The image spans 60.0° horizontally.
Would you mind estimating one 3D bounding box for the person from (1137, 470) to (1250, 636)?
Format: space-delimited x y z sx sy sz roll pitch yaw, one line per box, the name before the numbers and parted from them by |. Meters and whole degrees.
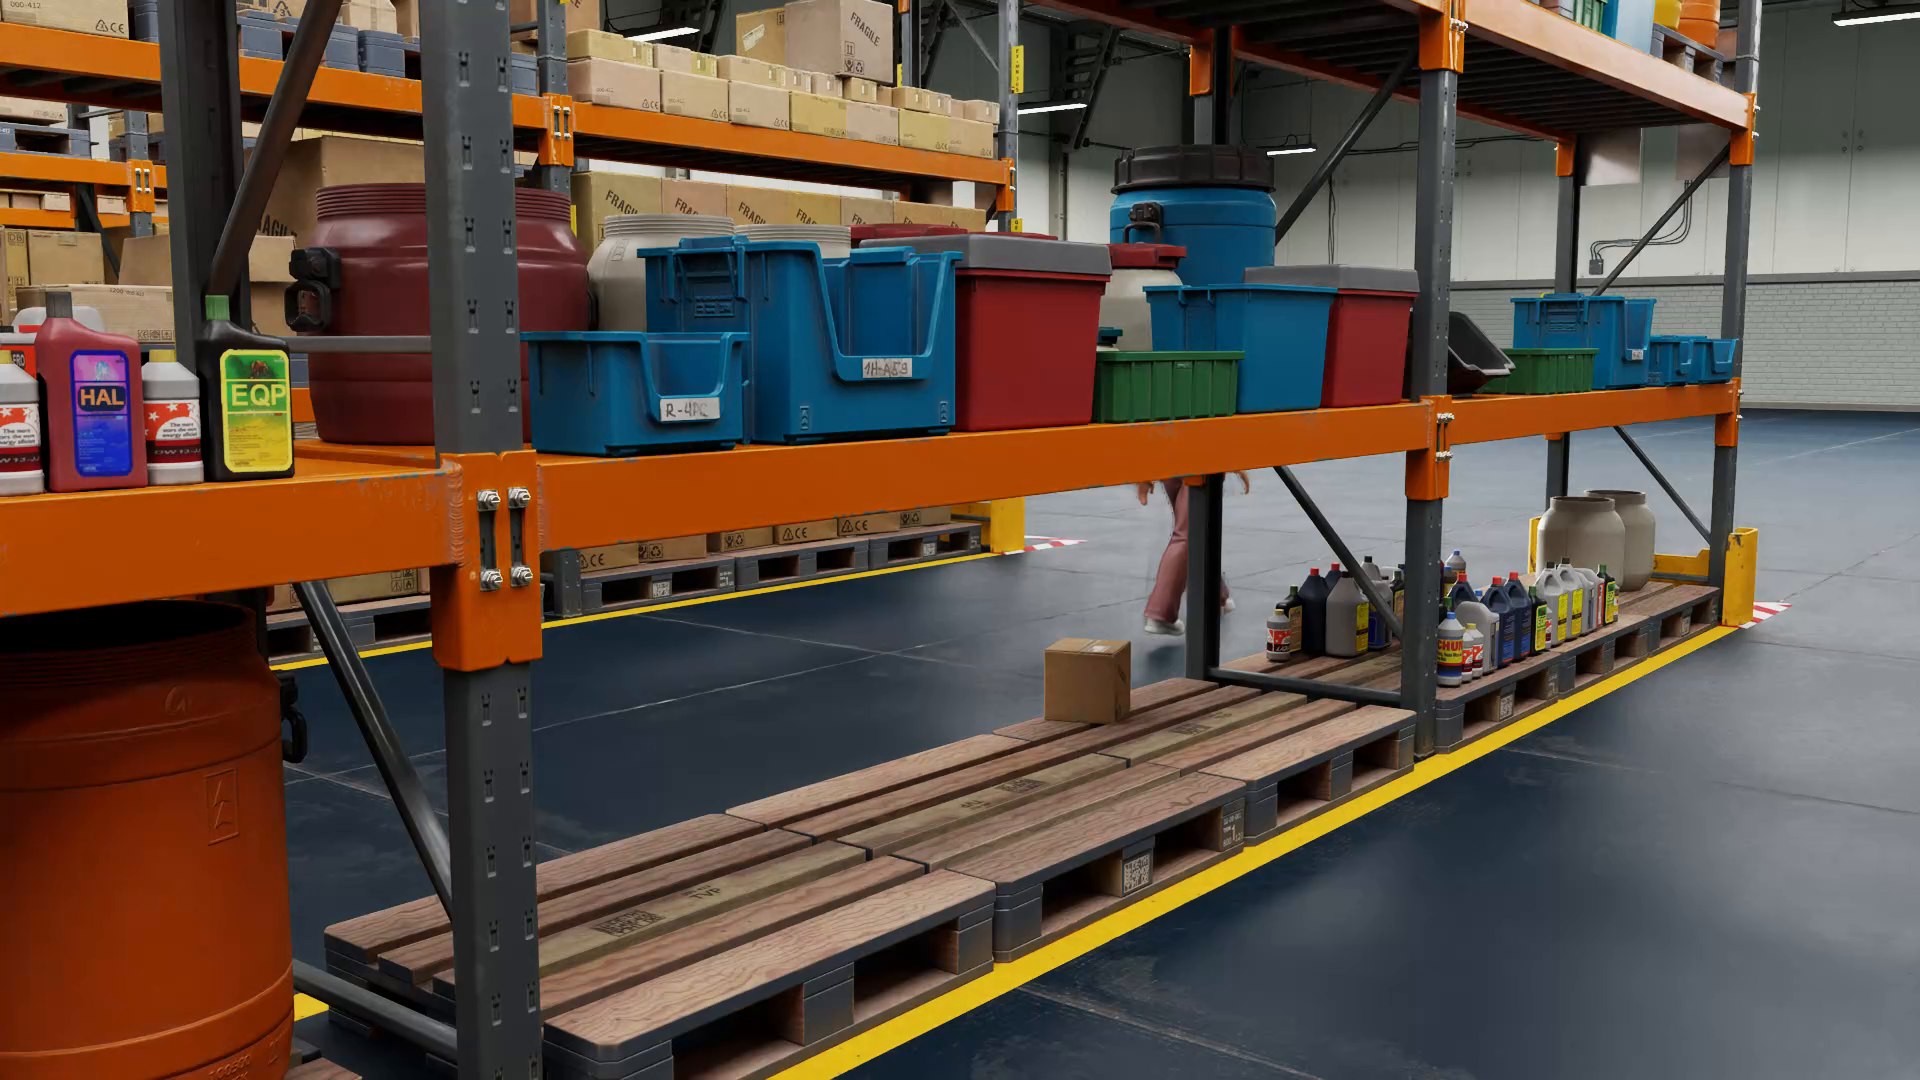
person | 1.253 -0.348 8.570 0.459 1.611 1.028 6 9 42
